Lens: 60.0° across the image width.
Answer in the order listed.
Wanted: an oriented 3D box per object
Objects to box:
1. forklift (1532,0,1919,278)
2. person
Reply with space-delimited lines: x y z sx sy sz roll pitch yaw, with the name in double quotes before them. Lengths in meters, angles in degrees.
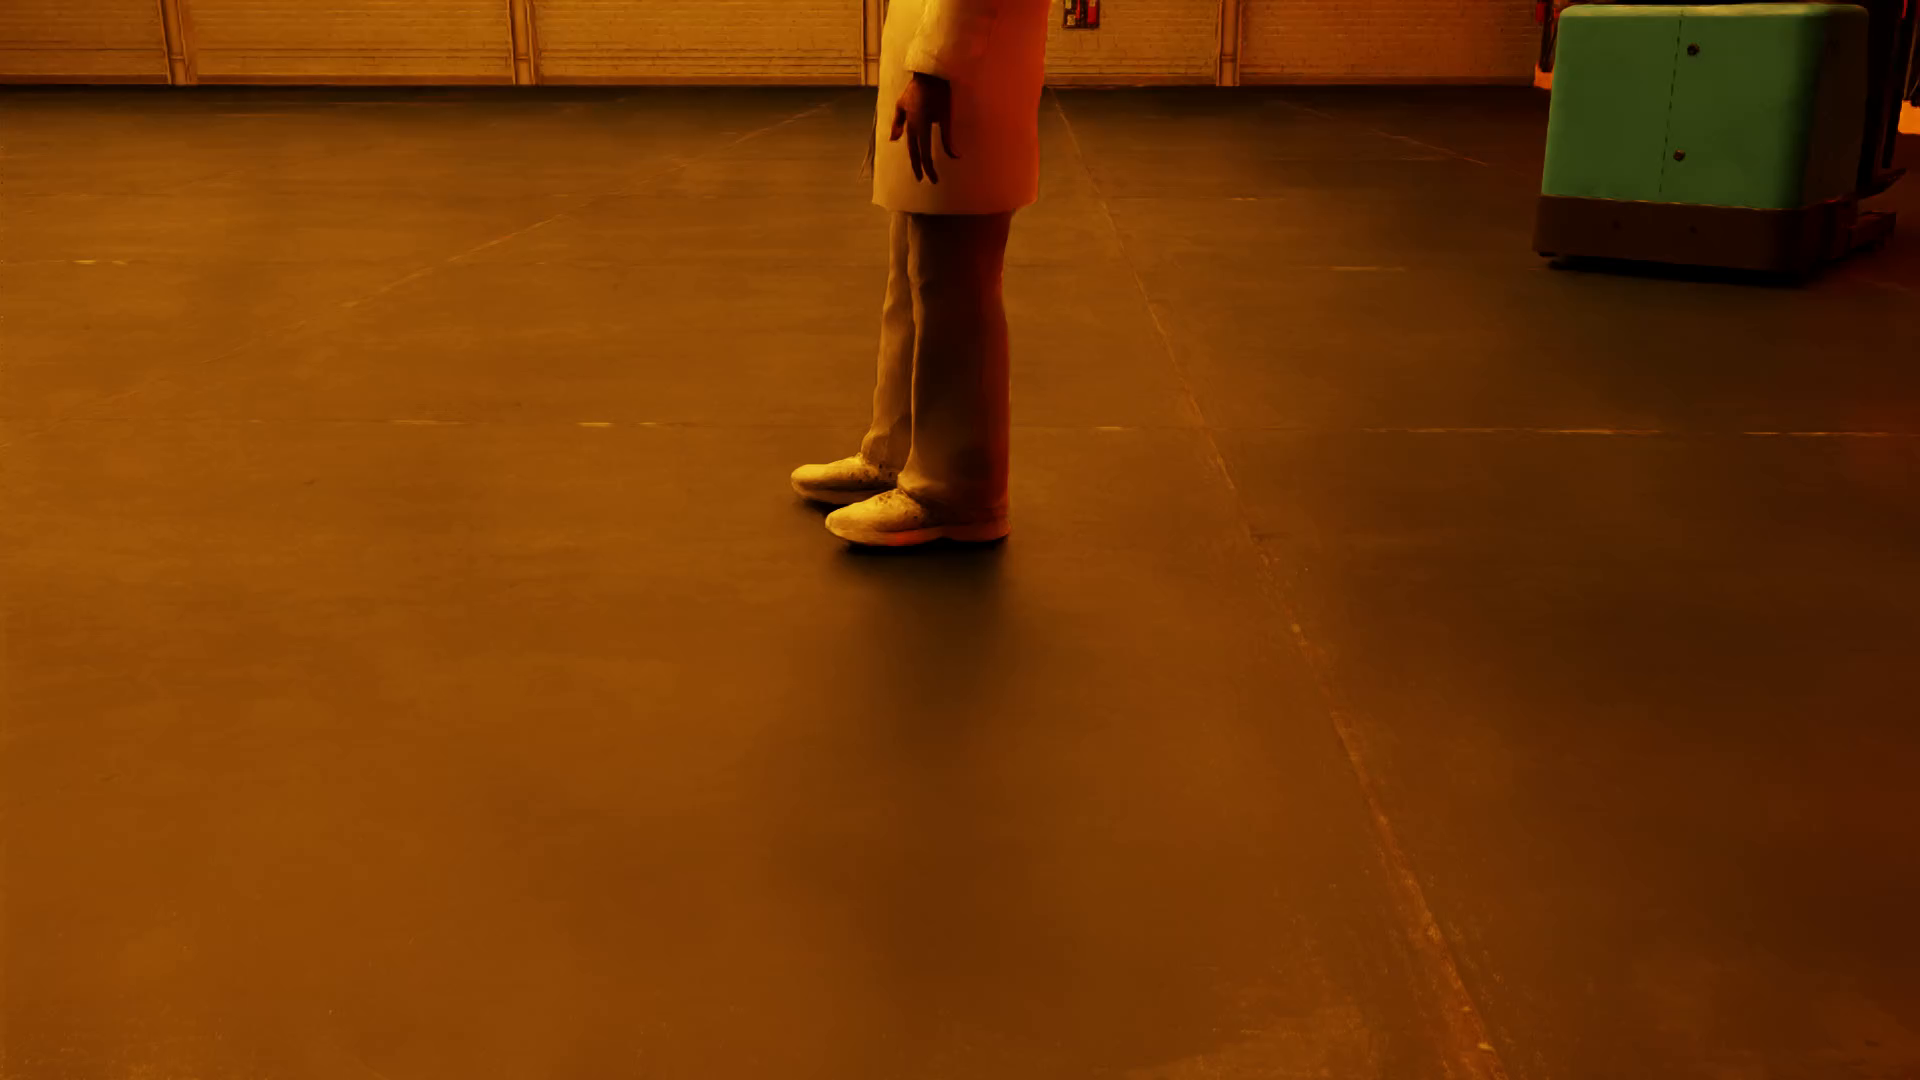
"forklift" 3.763 -2.820 7.511 1.130 2.935 3.031 13 22 36
"person" -0.091 -0.858 3.113 0.579 1.776 0.694 1 17 2
